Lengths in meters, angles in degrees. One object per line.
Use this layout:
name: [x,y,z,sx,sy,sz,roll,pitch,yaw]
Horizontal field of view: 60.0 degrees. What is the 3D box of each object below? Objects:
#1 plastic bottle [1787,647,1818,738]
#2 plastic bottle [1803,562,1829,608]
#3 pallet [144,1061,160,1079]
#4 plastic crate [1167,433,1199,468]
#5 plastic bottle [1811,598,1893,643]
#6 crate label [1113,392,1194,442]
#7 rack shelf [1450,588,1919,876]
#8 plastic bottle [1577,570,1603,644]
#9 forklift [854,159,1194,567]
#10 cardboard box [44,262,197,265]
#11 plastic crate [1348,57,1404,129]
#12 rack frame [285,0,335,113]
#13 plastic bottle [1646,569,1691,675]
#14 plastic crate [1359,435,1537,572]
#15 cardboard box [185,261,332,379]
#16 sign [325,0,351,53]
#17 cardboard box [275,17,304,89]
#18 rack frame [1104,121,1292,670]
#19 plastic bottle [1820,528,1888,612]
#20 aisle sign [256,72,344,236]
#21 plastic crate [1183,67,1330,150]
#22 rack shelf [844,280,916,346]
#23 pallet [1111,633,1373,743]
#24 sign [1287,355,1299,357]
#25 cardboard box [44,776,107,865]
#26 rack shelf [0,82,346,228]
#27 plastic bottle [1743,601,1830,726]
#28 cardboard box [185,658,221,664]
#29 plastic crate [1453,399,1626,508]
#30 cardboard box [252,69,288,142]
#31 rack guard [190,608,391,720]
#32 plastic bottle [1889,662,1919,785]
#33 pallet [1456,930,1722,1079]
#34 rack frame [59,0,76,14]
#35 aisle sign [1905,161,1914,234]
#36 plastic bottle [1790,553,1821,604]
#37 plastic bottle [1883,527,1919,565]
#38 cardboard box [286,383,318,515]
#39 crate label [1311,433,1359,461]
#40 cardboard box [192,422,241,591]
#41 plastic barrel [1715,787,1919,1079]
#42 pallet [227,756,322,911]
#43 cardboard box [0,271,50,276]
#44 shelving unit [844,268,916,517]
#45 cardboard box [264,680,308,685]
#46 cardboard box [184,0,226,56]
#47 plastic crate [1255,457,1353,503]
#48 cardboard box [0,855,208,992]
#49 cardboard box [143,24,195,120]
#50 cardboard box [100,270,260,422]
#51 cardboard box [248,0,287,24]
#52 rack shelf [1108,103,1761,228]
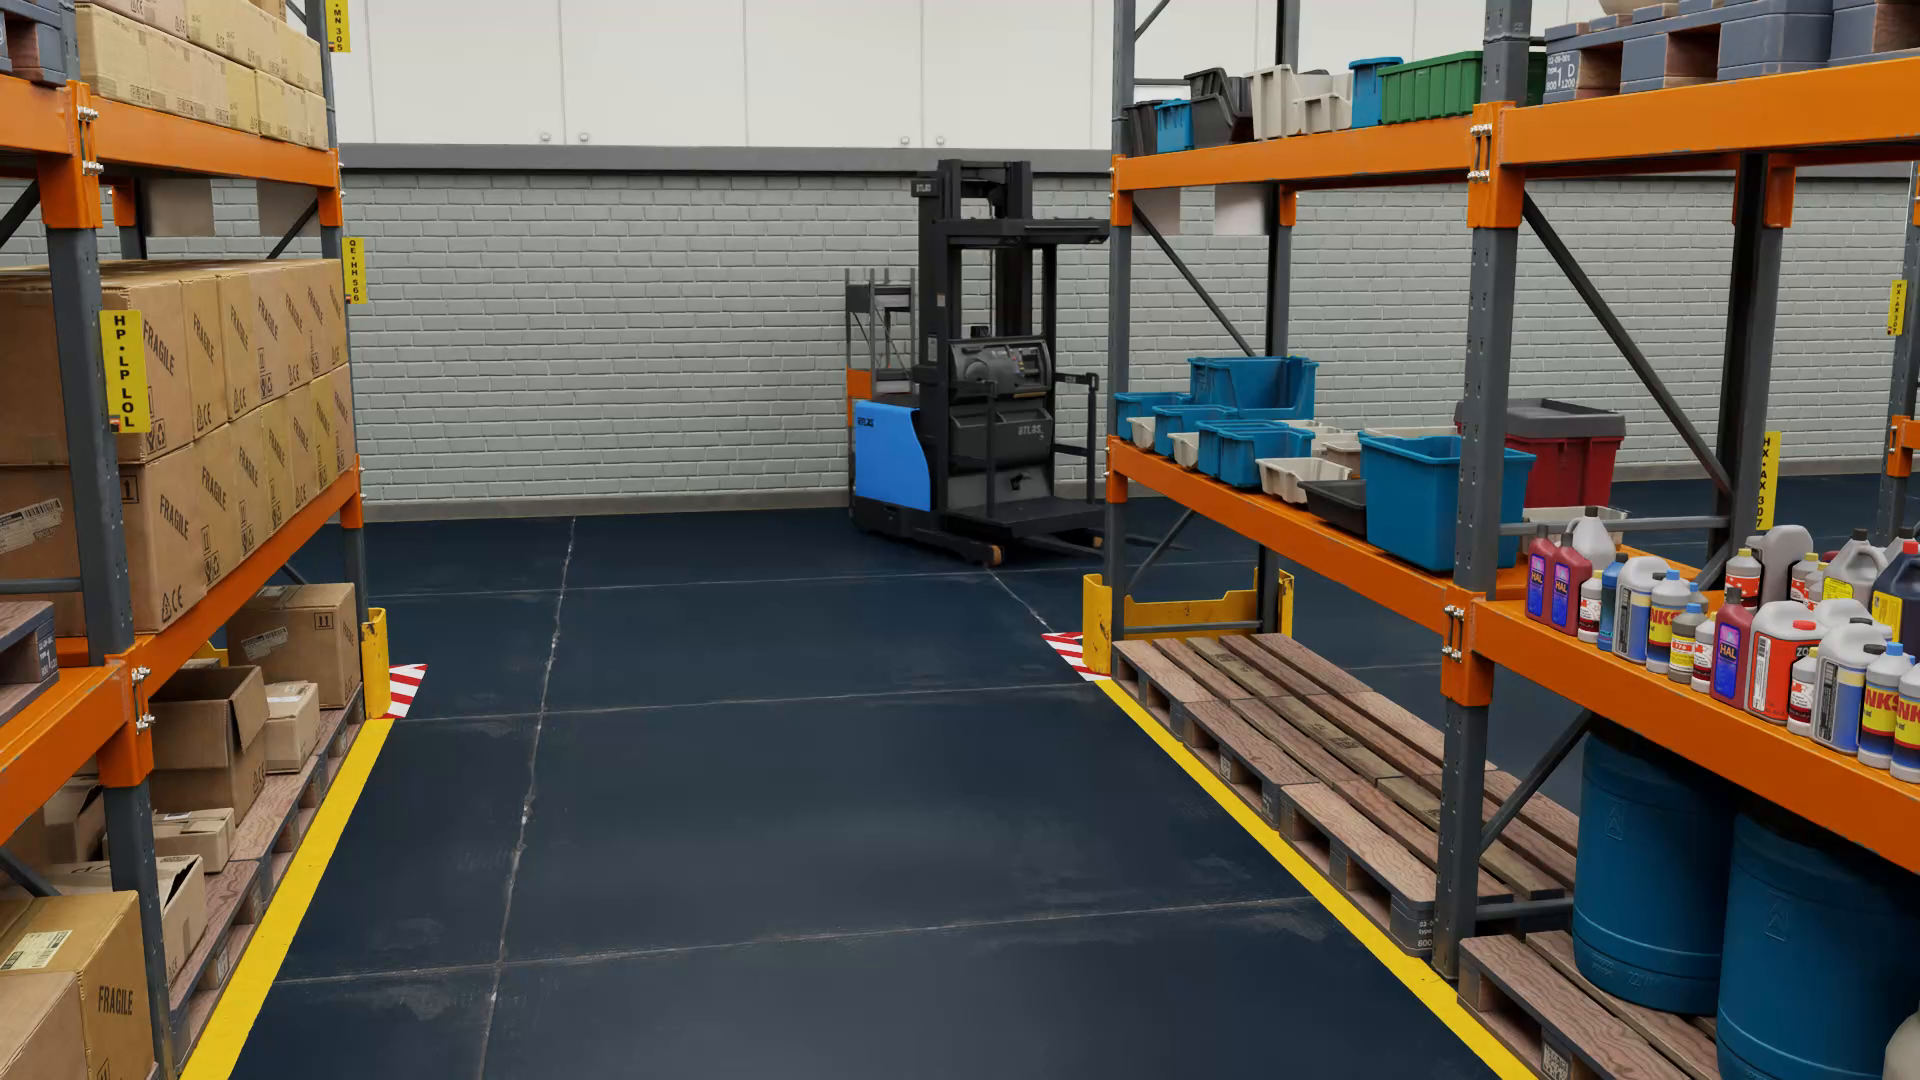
plastic bottle: [1.984,0.351,3.863,0.097,0.201,0.097,0,11,0]
plastic bottle: [2.501,0.167,4.827,0.097,0.201,0.097,0,11,0]
pallet: [-2.572,1.659,3.914,1.003,0.211,1.213,-2,11,-11]
plastic crate: [1.152,-0.428,7.967,0.250,0.136,0.298,-2,11,-11]
plastic bottle: [2.137,0.286,4.002,0.152,0.276,0.135,-2,11,-11]
crate label: [1.039,-0.661,8.937,0.416,0.233,0.303,-2,11,-11]
rack shelf: [2.481,0.682,3.513,1.077,0.370,4.000,-2,11,-11]
plastic bottle: [1.811,0.187,4.720,0.097,0.201,0.097,0,11,0]
forklift: [0.446,-1.344,12.416,1.130,2.935,3.031,-8,14,-38]
cardboard box: [-3.609,-0.946,7.201,0.500,0.500,0.500,-2,11,-10]
plastic crate: [1.602,-1.584,5.924,0.416,0.233,0.300,-2,11,-11]
rack frame: [-3.546,-3.539,7.724,1.000,3.000,0.127,-2,11,-11]
plastic bottle: [1.875,0.214,4.396,0.097,0.271,0.097,0,11,0]
plastic crate: [1.667,-0.133,5.753,0.392,0.384,0.575,-2,11,-11]
cardboard box: [-3.090,-0.968,7.319,0.500,0.500,0.500,-2,11,-9]
sign: [-2.997,-2.517,8.008,0.100,0.325,0.005,-2,11,-11]
cardboard box: [-3.098,-2.061,7.043,0.500,0.250,0.500,-2,11,-11]
rack frame: [1.314,-0.771,9.227,1.000,3.000,0.127,-2,11,-11]
plastic bottle: [2.450,0.148,4.527,0.144,0.351,0.185,-2,11,-11]
aisle sign: [-3.258,-1.893,8.166,0.394,0.787,0.004,-2,11,-11]
plastic crate: [1.341,-1.924,7.428,0.504,0.338,0.767,-2,11,-11]
rack shelf: [-0.663,-1.890,13.807,0.431,0.518,0.480,-5,11,-28]
pallet: [1.436,0.751,8.686,1.003,0.211,1.213,-2,11,-11]
sign: [1.850,-0.875,9.333,0.100,0.325,0.005,-2,11,-11]
cardboard box: [-3.303,1.015,5.858,0.500,0.311,0.500,-2,11,-11]
rack shelf: [-3.157,-1.345,6.144,1.077,0.370,4.000,-2,11,-11]
plastic bottle: [1.988,0.292,3.973,0.152,0.276,0.135,-2,11,-11]
cardboard box: [-3.801,0.682,8.041,0.380,0.149,0.250,-2,11,-11]
plastic crate: [2.164,-0.272,6.270,0.402,0.464,0.583,-2,11,-11]
cardboard box: [-2.991,-1.724,6.610,0.500,0.250,0.500,-2,11,-11]
rack guard: [-3.531,0.650,8.445,1.175,0.500,0.348,-2,11,-11]
plastic bottle: [2.048,0.377,3.540,0.097,0.271,0.097,0,11,0]
pallet: [2.201,1.475,4.882,1.003,0.211,1.213,-2,11,-11]
rack frame: [-2.768,-2.805,3.869,1.000,3.000,0.127,-2,11,-11]
aisle sign: [5.864,-2.231,9.943,0.394,0.787,0.004,-2,11,-11]
plastic bottle: [2.535,0.141,4.967,0.097,0.201,0.097,0,11,0]
plastic bottle: [2.592,0.143,4.554,0.144,0.351,0.185,-2,11,-11]
cardboard box: [-2.995,-0.382,6.914,0.500,0.500,0.500,-2,11,-11]
crate label: [1.770,-0.425,7.949,0.396,0.136,0.243,-2,11,-11]
cardboard box: [-2.702,-0.105,5.457,0.500,0.500,0.500,-2,11,-10]
plastic barrel: [2.319,1.017,4.320,0.600,0.901,0.708,-2,11,-11]
pallet: [-3.141,1.161,6.531,1.003,0.211,1.213,-2,11,-11]
cardboard box: [-3.320,-0.668,5.744,0.500,0.500,0.500,-2,11,-11]
shelving unit: [-0.660,-1.213,13.922,0.431,2.100,0.503,-5,11,-28]
cardboard box: [-3.208,0.752,7.624,0.380,0.166,0.250,-2,11,-11]
cardboard box: [-2.803,-1.786,5.598,0.500,0.250,0.500,-2,11,-11]
plastic crate: [1.458,-0.246,7.012,0.293,0.136,0.466,-2,11,-11]
cardboard box: [-2.637,1.162,5.086,0.500,0.311,0.500,-2,11,-11]
cardboard box: [-2.713,-1.448,5.162,0.500,0.250,0.500,-2,11,-11]
cardboard box: [-2.784,-0.684,5.828,0.500,0.500,0.500,-2,11,-13]
cardboard box: [-3.430,-2.512,7.409,0.700,0.500,0.500,-2,11,-11]
rack shelf: [1.703,-1.525,7.087,1.077,0.370,4.000,-2,11,-11]
